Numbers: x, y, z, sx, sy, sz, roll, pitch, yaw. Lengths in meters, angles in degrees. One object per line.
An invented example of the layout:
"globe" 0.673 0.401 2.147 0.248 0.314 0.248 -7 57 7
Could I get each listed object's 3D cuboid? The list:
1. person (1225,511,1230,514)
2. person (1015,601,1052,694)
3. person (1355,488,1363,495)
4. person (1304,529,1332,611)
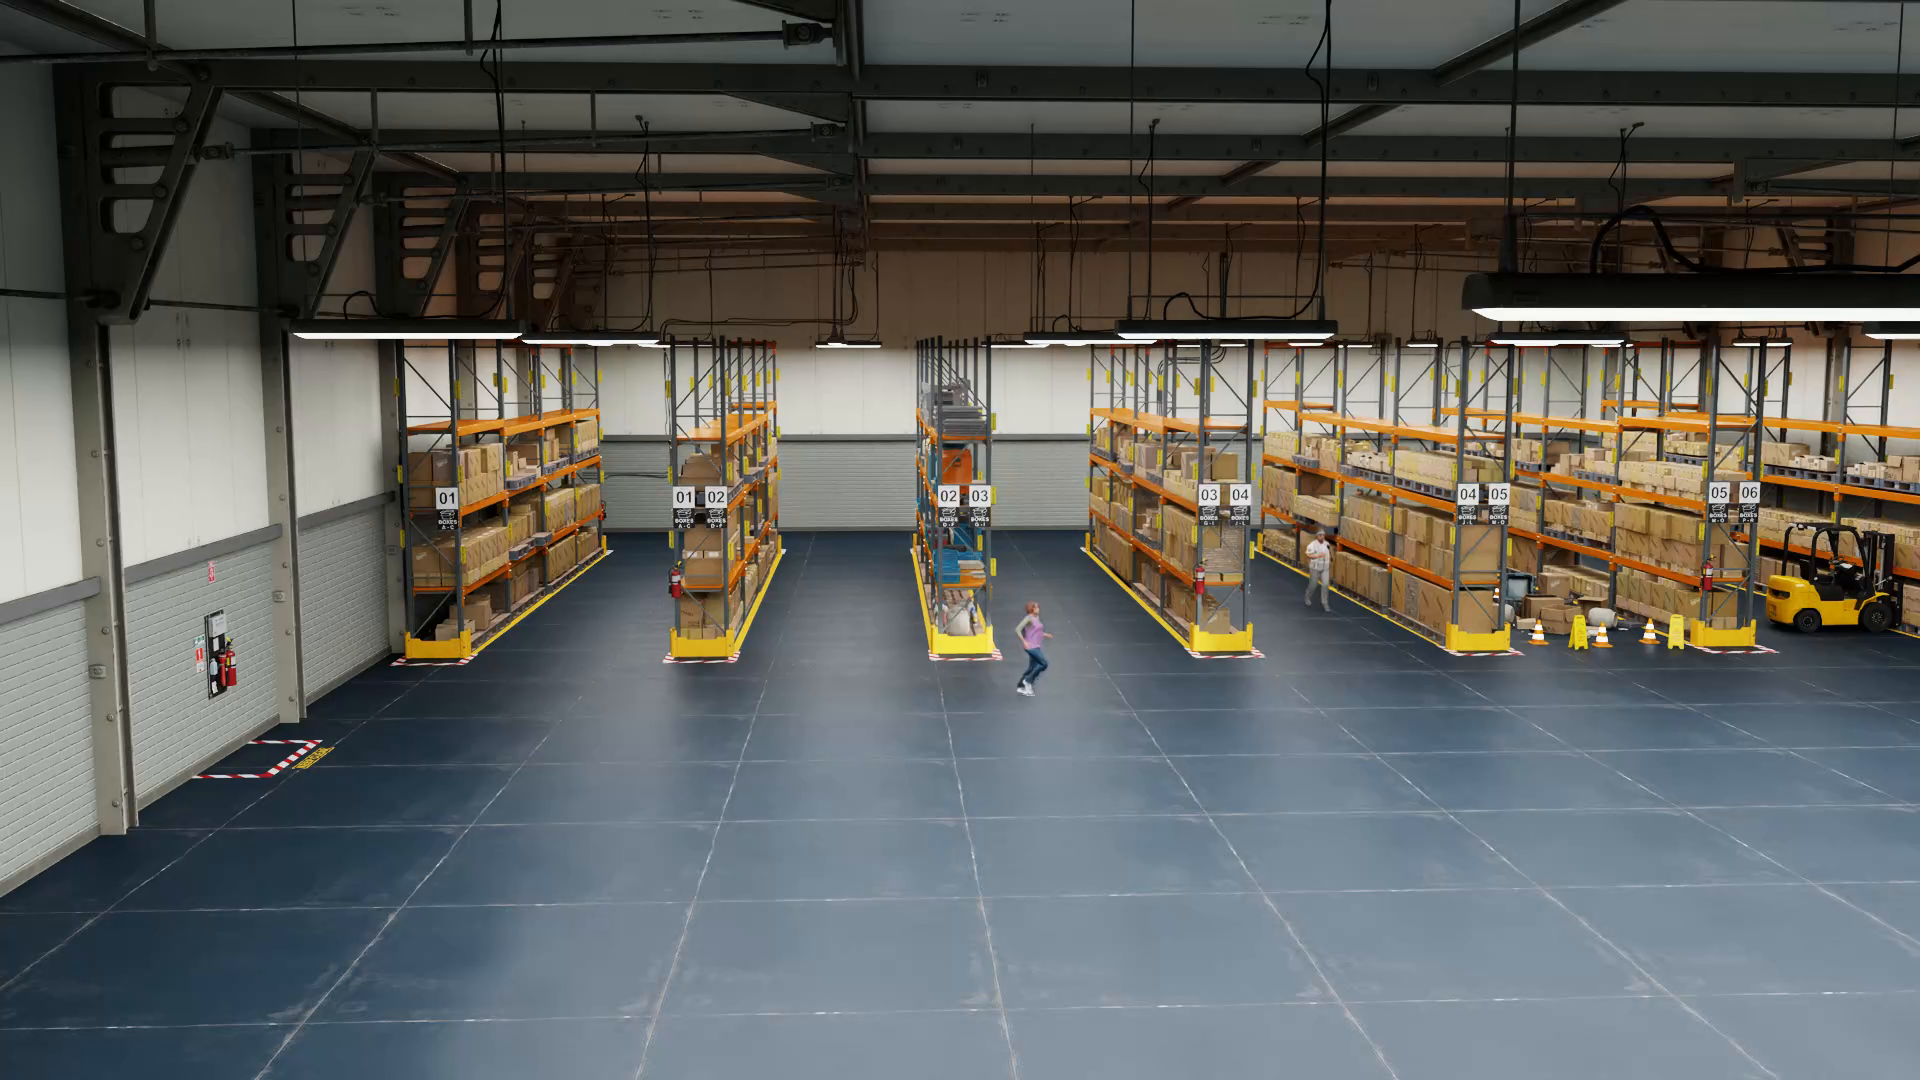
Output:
"person" 7.349 -0.483 47.181 0.748 1.749 0.513 2 7 21
"person" 1.234 1.799 27.620 0.620 1.566 0.513 2 7 18
"person" 11.836 -0.687 49.377 0.729 1.712 0.585 0 6 -3
"person" 7.956 0.630 36.907 0.673 1.792 0.942 -2 7 -14
